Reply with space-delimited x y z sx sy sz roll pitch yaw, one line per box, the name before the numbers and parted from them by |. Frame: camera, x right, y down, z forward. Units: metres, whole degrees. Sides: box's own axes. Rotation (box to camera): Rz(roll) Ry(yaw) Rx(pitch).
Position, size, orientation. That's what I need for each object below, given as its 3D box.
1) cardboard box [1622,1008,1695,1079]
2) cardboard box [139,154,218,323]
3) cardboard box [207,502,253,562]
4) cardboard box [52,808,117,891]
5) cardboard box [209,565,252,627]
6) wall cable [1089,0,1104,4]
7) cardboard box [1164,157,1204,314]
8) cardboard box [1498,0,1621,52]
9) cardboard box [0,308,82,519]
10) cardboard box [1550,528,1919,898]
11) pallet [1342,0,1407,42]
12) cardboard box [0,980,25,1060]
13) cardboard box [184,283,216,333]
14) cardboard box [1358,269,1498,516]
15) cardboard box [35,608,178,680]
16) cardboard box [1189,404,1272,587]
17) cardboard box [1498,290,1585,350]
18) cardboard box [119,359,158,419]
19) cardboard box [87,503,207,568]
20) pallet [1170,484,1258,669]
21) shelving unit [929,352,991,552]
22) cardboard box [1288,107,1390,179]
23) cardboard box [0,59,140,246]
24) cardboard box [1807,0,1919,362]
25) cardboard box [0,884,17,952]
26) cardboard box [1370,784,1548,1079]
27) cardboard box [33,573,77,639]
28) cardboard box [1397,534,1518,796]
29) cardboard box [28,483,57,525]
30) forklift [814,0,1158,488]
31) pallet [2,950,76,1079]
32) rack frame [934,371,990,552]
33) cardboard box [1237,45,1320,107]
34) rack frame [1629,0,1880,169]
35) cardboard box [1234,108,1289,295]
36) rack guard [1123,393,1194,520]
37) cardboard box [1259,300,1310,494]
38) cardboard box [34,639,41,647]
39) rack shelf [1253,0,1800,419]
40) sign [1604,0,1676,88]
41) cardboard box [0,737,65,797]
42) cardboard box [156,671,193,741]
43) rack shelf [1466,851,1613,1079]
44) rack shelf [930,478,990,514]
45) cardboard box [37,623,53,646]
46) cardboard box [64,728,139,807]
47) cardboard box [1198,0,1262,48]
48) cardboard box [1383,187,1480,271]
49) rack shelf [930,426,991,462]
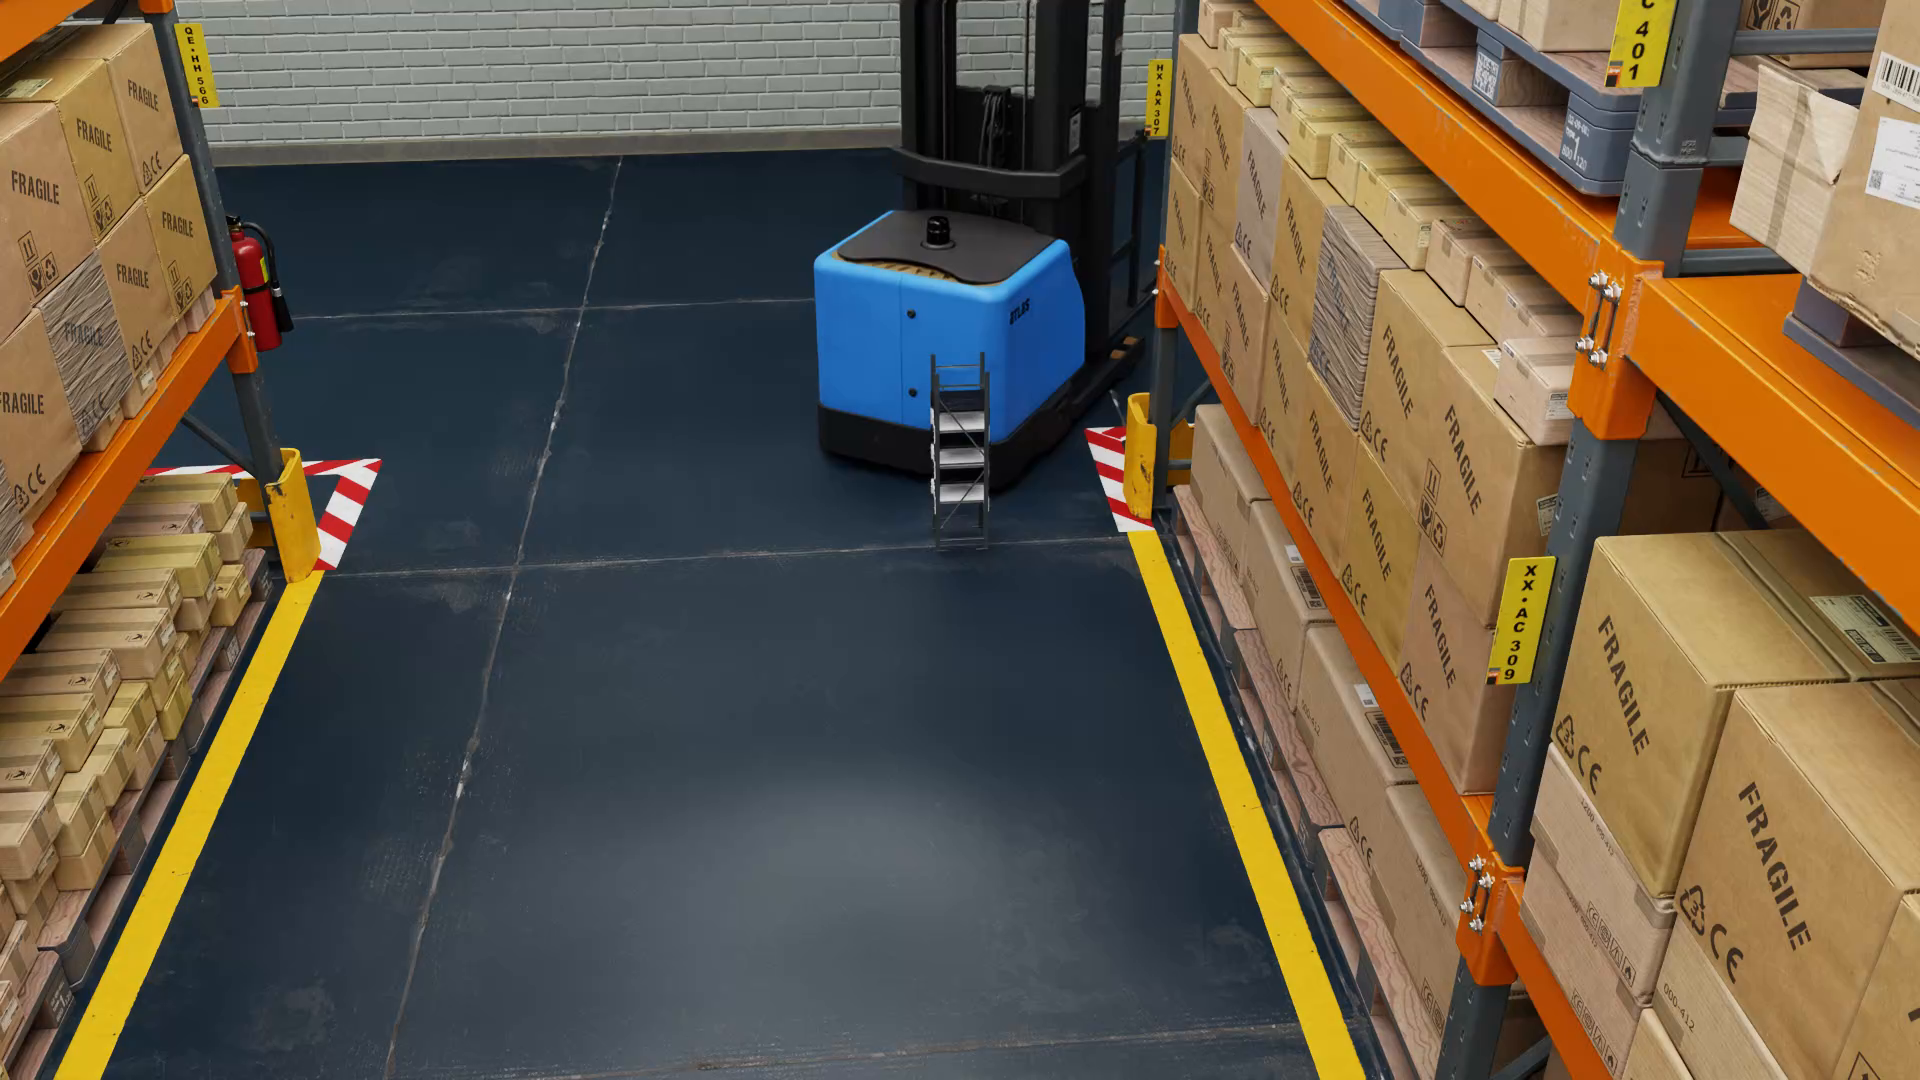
cardboard box | 1.595 1.122 3.093 0.500 0.250 0.500 -3 31 -6
cardboard box | -3.228 -1.151 6.364 0.500 0.500 0.500 -2 31 -4
cardboard box | -3.193 -0.025 6.948 0.380 0.149 0.250 -4 31 -6
cardboard box | -3.028 1.027 5.476 0.380 0.149 0.250 -4 31 -6
cardboard box | -3.145 0.232 6.808 0.380 0.149 0.250 -2 31 -3
wall cable | 0.843 -4.813 11.862 0.585 1.953 0.123 -3 31 -5
cardboard box | 1.152 -1.270 6.854 0.500 0.500 0.500 -3 31 -5
cardboard box | 1.388 -1.208 3.546 0.396 0.266 0.258 -2 31 -3
cardboard box | -3.092 -0.374 5.064 0.500 0.500 0.500 -1 31 -2
cardboard box | 1.521 0.322 3.212 0.500 0.500 0.500 -2 31 -4
pallet | 1.590 -1.733 4.888 1.003 0.211 1.213 -3 31 -5
cardboard box | -2.966 1.427 4.806 0.380 0.149 0.250 -3 31 -5
cardboard box | -3.214 -0.936 6.638 0.380 0.149 0.250 -3 31 -5
cardboard box | 1.408 -0.403 4.427 0.500 0.500 0.500 -3 31 -5
cardboard box | -3.066 0.376 5.986 0.380 0.149 0.250 -2 31 -3
cardboard box | 1.554 -0.234 7.306 0.875 0.438 0.875 -4 31 -6
cardboard box | 1.504 -0.476 3.917 0.380 0.149 0.250 -2 31 -3
cardboard box | -3.143 -0.551 5.993 0.380 0.149 0.250 -2 31 -3
cardboard box | -3.258 -0.020 6.648 0.380 0.149 0.250 -2 31 -4
pallet | 1.545 0.116 7.351 1.003 0.211 1.213 -3 31 -5
shelving unit | -0.001 -0.390 7.526 0.258 0.900 0.210 -3 31 -5
cardboard box | 1.253 -1.248 5.210 0.380 0.149 0.250 -3 31 -6
cardboard box | -3.189 -1.317 5.667 0.500 0.500 0.500 -4 31 -6
cardboard box | 1.560 -0.491 2.214 0.500 0.500 0.500 -3 31 -5
cardboard box | -3.062 1.175 4.938 0.380 0.149 0.250 -4 31 -7
cardboard box | 1.815 1.150 4.988 0.875 0.438 0.875 -3 31 -5
cardboard box | -3.653 0.262 6.467 0.380 0.149 0.250 -2 31 -4
cardboard box | 1.469 0.289 4.244 0.500 0.500 0.500 -2 31 -4
cardboard box | -3.141 -0.140 5.304 0.380 0.149 0.250 -2 31 -4
forklift | 0.395 -2.241 8.644 1.130 2.935 3.031 14 34 23
pallet | -3.250 1.701 4.696 1.003 0.211 1.213 -3 31 -5
rack frame | 0.009 -0.339 7.439 0.240 0.900 0.006 -3 31 -5
cardboard box | 1.198 -1.640 5.865 0.380 0.149 0.250 -4 31 -6
rack frame | 1.766 -2.019 2.355 1.000 3.000 0.127 -3 31 -5
cardboard box | 1.265 -1.174 5.717 0.500 0.500 0.500 -3 31 -5
rack guard | 1.390 -0.425 7.974 1.175 0.500 0.348 -3 31 -5
cardboard box | 1.320 -0.498 5.560 0.500 0.500 0.500 -2 31 -3
cardboard box | -3.660 0.385 6.550 0.380 0.149 0.250 -2 31 -4
rack shelf | 1.580 -1.444 5.018 1.077 0.370 4.000 -3 31 -5
sign | 1.214 -0.960 2.926 0.100 0.325 0.005 -3 31 -5
cardboard box | -3.115 0.776 5.316 0.380 0.149 0.250 -4 31 -7
cardboard box | -3.083 0.623 6.152 0.380 0.149 0.250 -4 31 -7
rack shelf | 1.953 1.886 2.369 1.077 0.370 4.000 -3 31 -5
rack shelf | -0.001 -0.207 7.636 0.258 0.077 0.200 -3 31 -5
cardboard box | -3.220 0.382 6.266 0.380 0.149 0.250 -3 31 -5
cardboard box | -3.022 0.775 5.609 0.380 0.149 0.250 -2 31 -4
cardboard box | 1.150 -2.042 6.539 0.380 0.149 0.250 -2 31 -4
cardboard box | 1.390 -0.858 4.557 0.380 0.149 0.250 -3 31 -5
rack shelf | -0.001 -0.439 7.497 0.258 0.077 0.200 -3 31 -5
